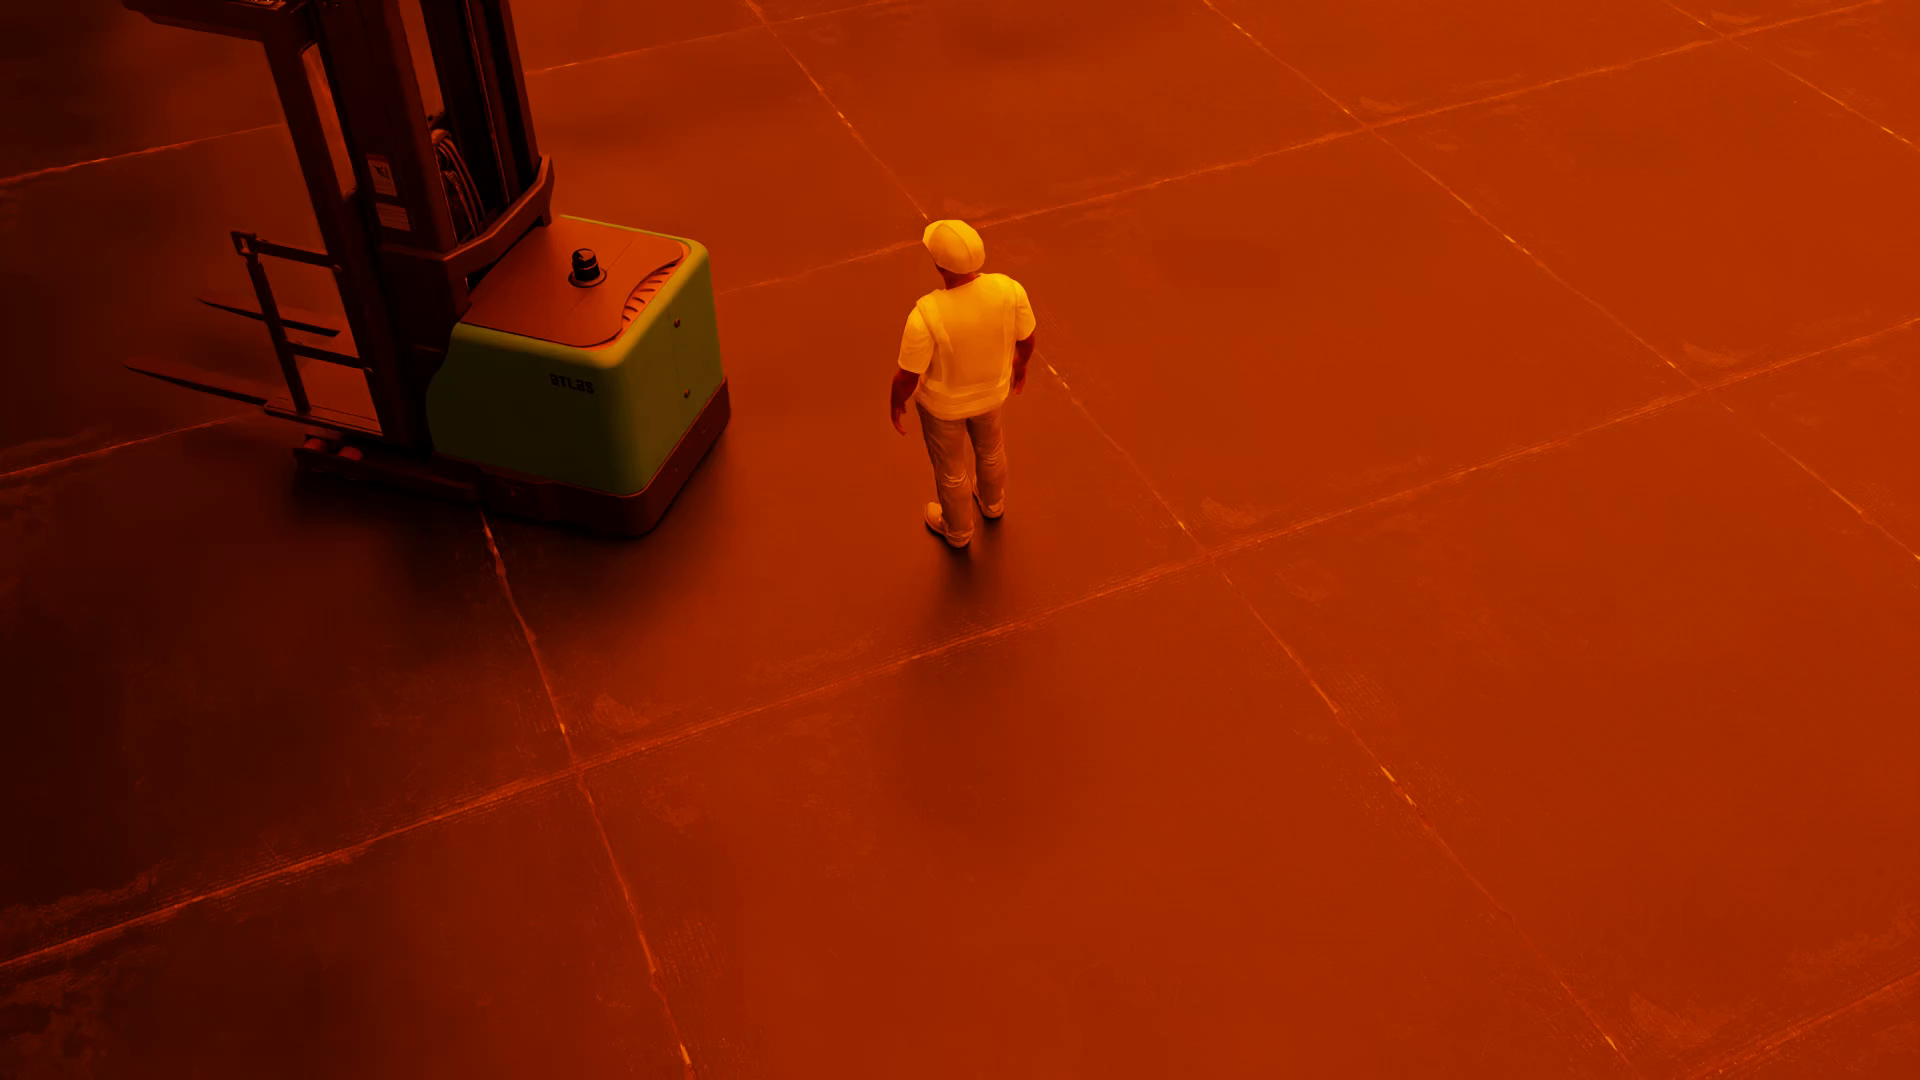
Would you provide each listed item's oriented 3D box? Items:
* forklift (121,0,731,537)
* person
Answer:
[{"bbox_3d":[-2.731,-1.690,7.491,3.031,2.935,1.130,13,45,14],"label":"forklift"},{"bbox_3d":[-0.024,-0.696,7.268,0.666,1.765,0.577,-18,46,-18],"label":"person"}]
